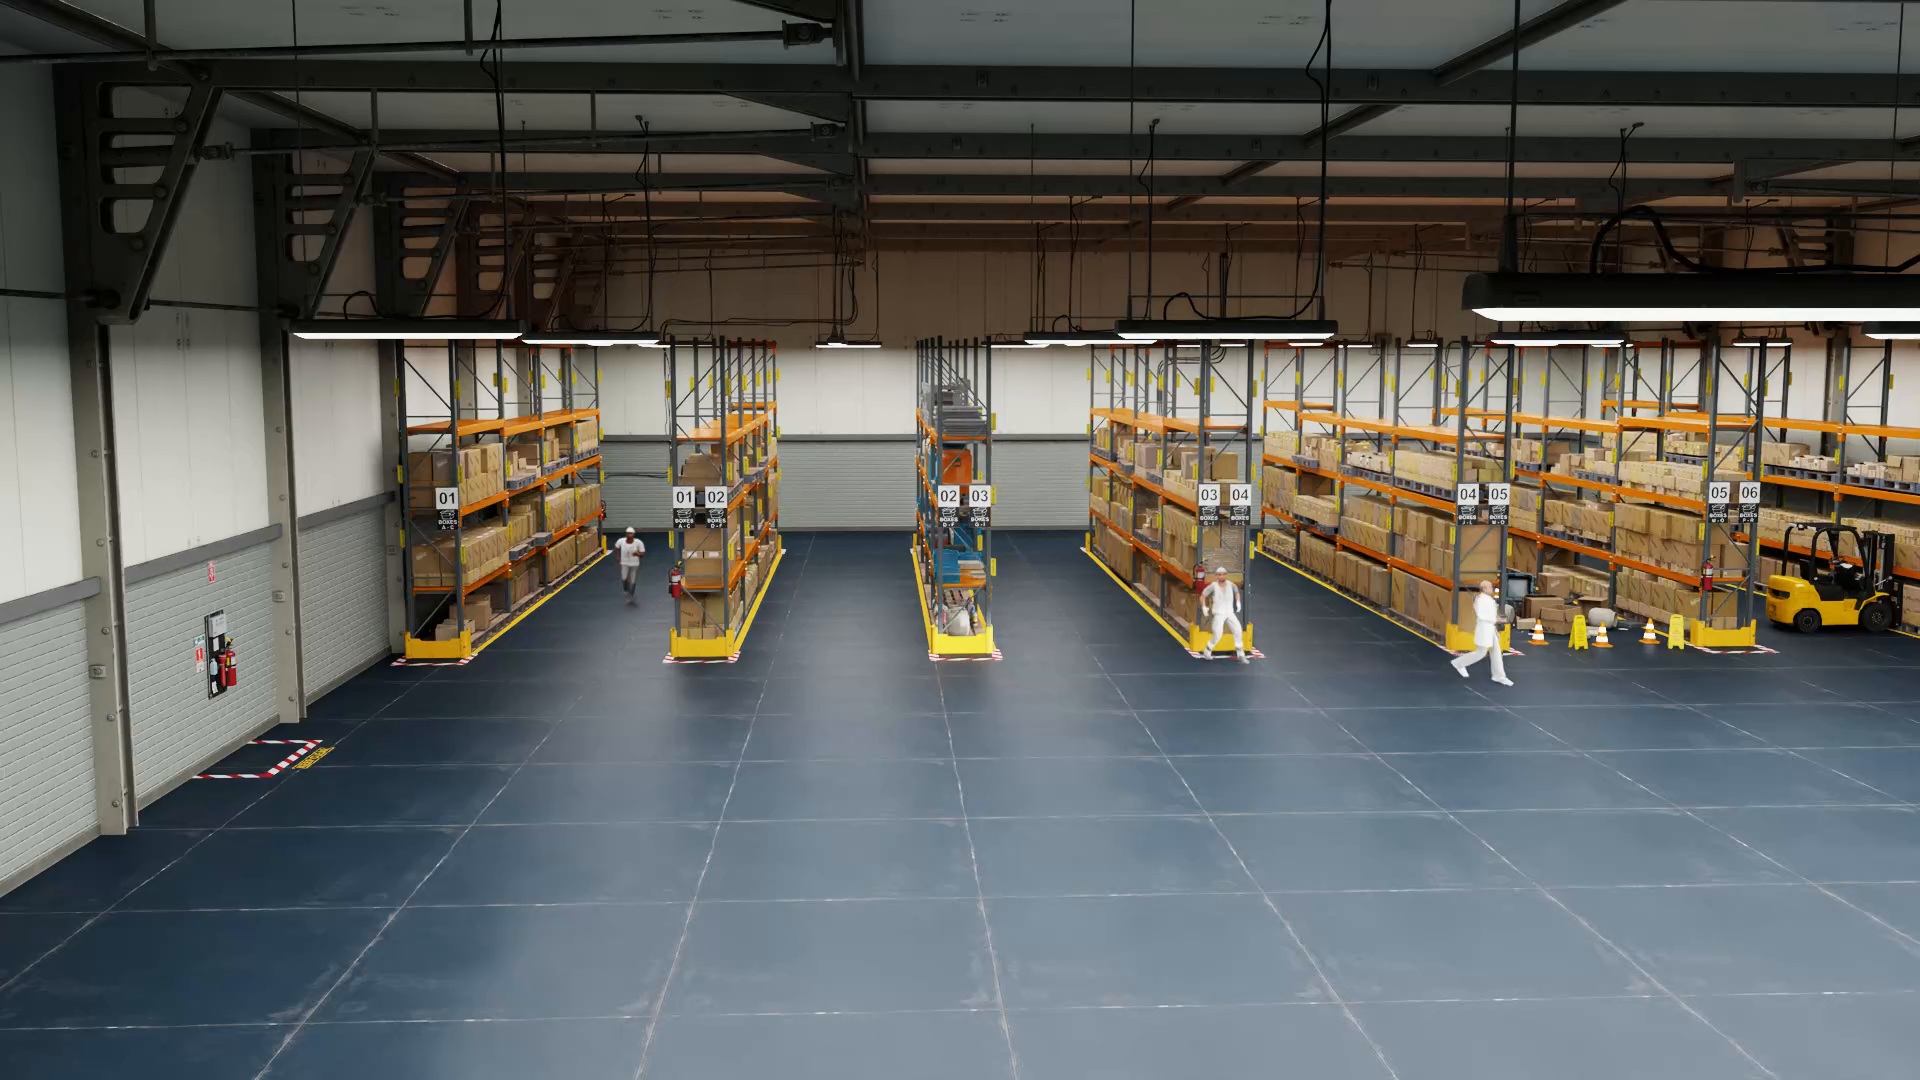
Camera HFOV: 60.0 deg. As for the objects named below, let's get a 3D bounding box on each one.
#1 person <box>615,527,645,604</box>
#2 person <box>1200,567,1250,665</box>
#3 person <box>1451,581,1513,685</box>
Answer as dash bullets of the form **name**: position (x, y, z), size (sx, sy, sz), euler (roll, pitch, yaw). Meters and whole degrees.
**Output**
- **person**: position (-7.490, 0.571, 37.733), size (0.677, 1.738, 0.766), euler (-1, 7, -9)
- **person**: position (4.850, 1.387, 30.525), size (0.812, 1.773, 0.714), euler (-2, 7, -20)
- **person**: position (9.026, 1.630, 28.661), size (1.043, 1.703, 0.710), euler (4, 8, 30)
